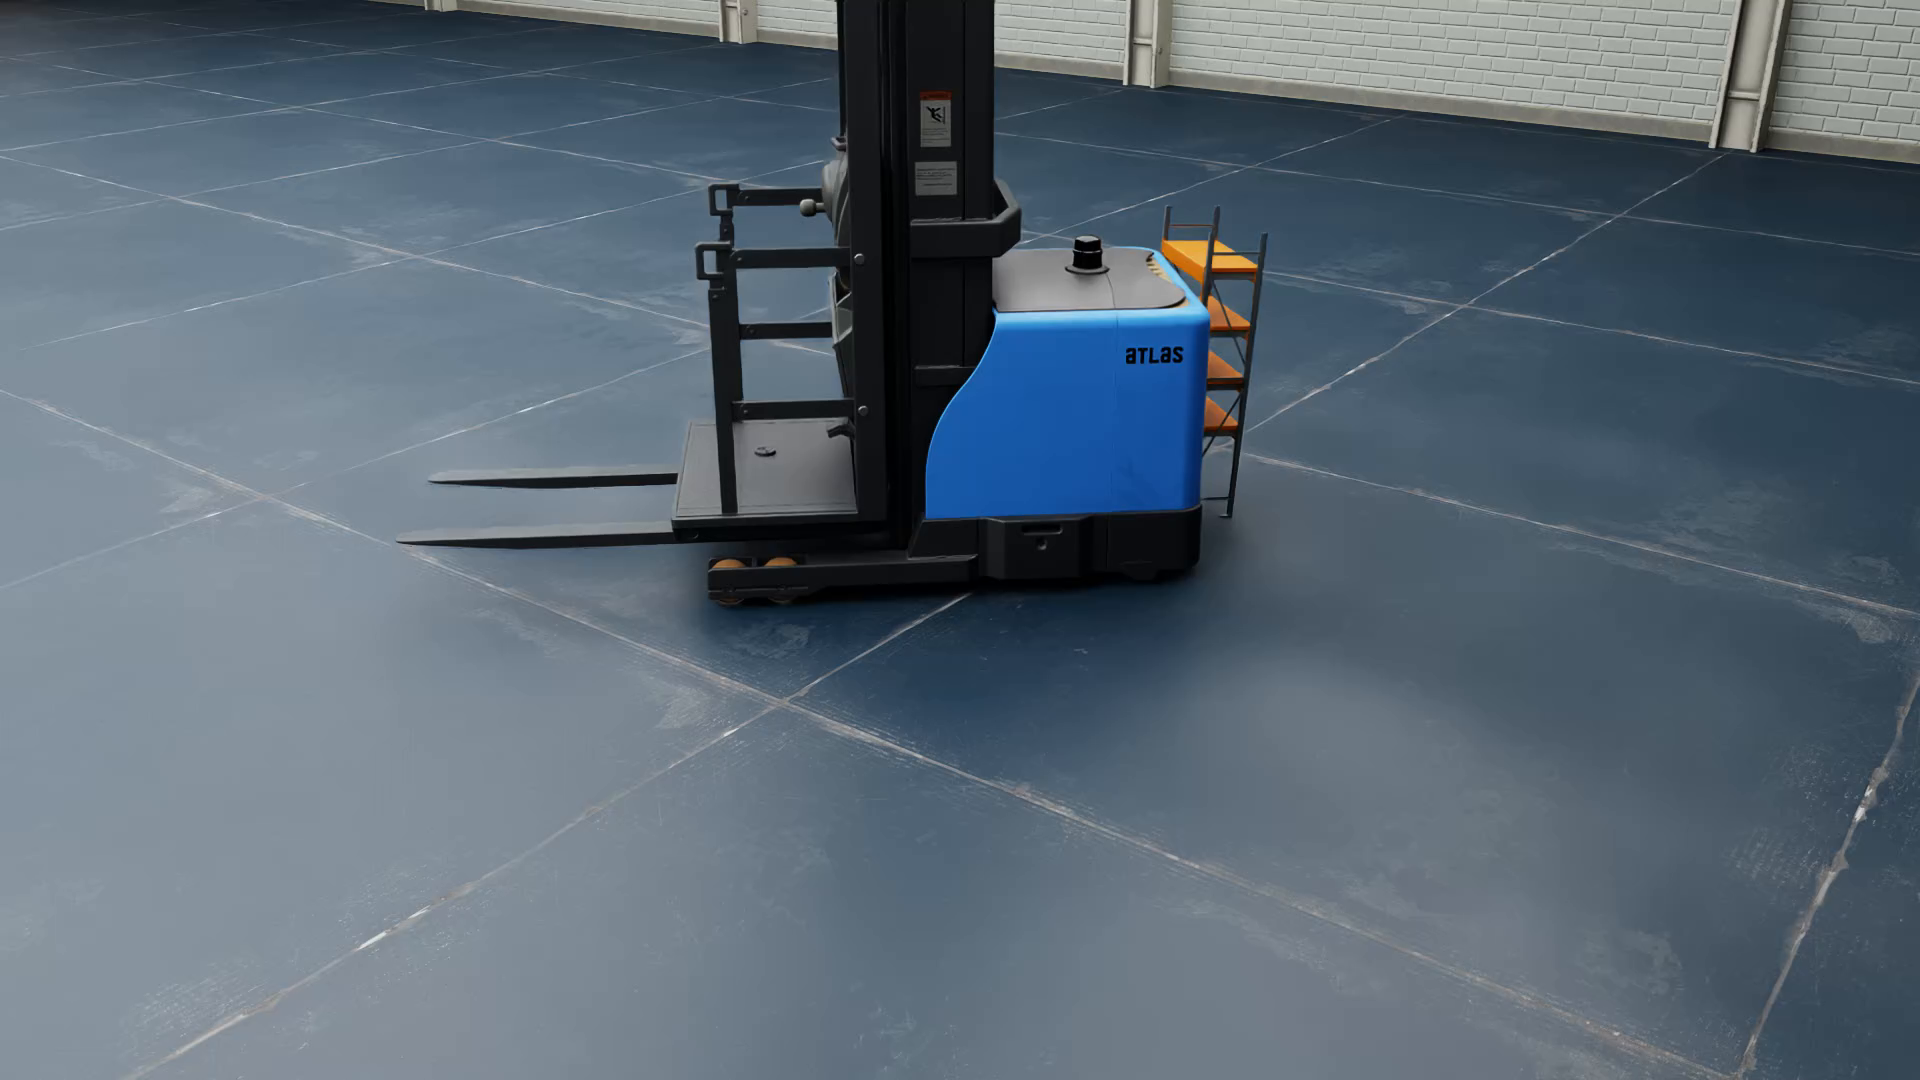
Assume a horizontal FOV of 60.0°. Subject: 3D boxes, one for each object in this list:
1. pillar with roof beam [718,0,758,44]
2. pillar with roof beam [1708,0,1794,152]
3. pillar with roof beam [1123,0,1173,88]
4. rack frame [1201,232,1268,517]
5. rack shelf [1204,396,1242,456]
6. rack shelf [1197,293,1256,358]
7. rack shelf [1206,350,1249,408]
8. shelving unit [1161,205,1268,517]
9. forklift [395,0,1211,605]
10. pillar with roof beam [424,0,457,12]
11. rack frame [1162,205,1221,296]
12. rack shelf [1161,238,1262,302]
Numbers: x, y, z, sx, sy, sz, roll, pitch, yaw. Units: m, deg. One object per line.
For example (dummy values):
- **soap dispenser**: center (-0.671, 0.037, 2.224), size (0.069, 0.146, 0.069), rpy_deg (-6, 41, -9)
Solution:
- **pillar with roof beam**: center (-5.388, -9.067, 16.167), size (0.400, 9.000, 9.100), rpy_deg (17, 29, 33)
- **pillar with roof beam**: center (4.214, -6.165, 9.581), size (0.400, 9.000, 9.100), rpy_deg (17, 29, 33)
- **pillar with roof beam**: center (-0.587, -7.616, 12.874), size (0.400, 9.000, 9.100), rpy_deg (17, 29, 33)
- **rack frame**: center (1.053, -0.646, 6.710), size (0.240, 1.200, 0.015), rpy_deg (-3, 24, -14)
- **rack shelf**: center (0.981, -0.497, 7.031), size (0.258, 0.148, 0.480), rpy_deg (-3, 24, -14)
- **rack shelf**: center (1.003, -0.885, 6.866), size (0.258, 0.148, 0.480), rpy_deg (-3, 24, -14)
- **rack shelf**: center (0.992, -0.680, 6.954), size (0.258, 0.148, 0.480), rpy_deg (-3, 24, -14)
- **shelving unit**: center (0.995, -0.741, 6.927), size (0.258, 1.200, 0.503), rpy_deg (-3, 24, -14)
- **forklift**: center (-0.625, -1.322, 6.115), size (3.031, 2.935, 1.130), rpy_deg (-2, 24, -5)
- **pillar with roof beam**: center (-10.189, -10.517, 19.460), size (0.400, 9.000, 9.100), rpy_deg (17, 29, 33)
- **rack frame**: center (0.937, -0.837, 7.144), size (0.240, 1.200, 0.015), rpy_deg (-3, 24, -14)
- **rack shelf**: center (1.016, -1.102, 6.774), size (0.258, 0.148, 0.480), rpy_deg (-3, 24, -14)
